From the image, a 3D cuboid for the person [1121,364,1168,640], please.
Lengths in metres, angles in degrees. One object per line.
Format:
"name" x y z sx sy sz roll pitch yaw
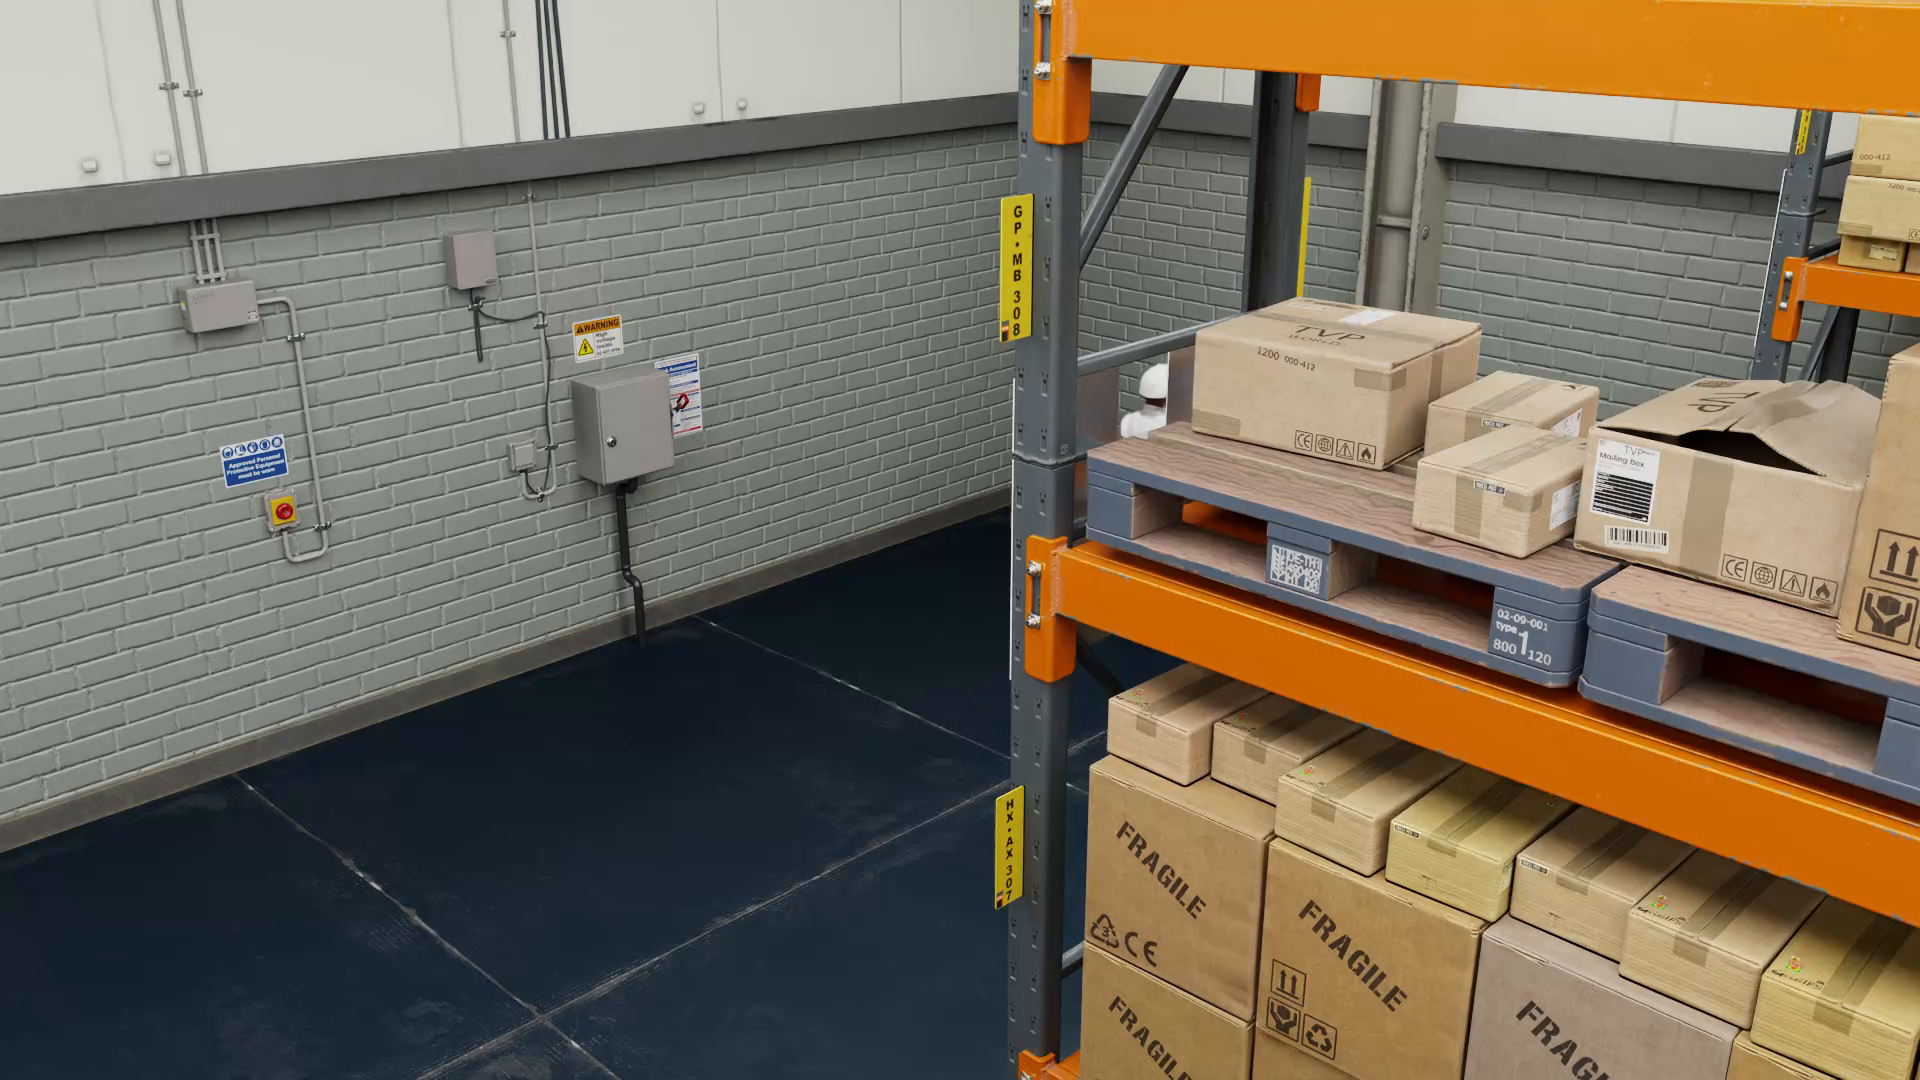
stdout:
"person" 1.246 -0.223 10.145 0.482 1.772 0.551 18 27 40
